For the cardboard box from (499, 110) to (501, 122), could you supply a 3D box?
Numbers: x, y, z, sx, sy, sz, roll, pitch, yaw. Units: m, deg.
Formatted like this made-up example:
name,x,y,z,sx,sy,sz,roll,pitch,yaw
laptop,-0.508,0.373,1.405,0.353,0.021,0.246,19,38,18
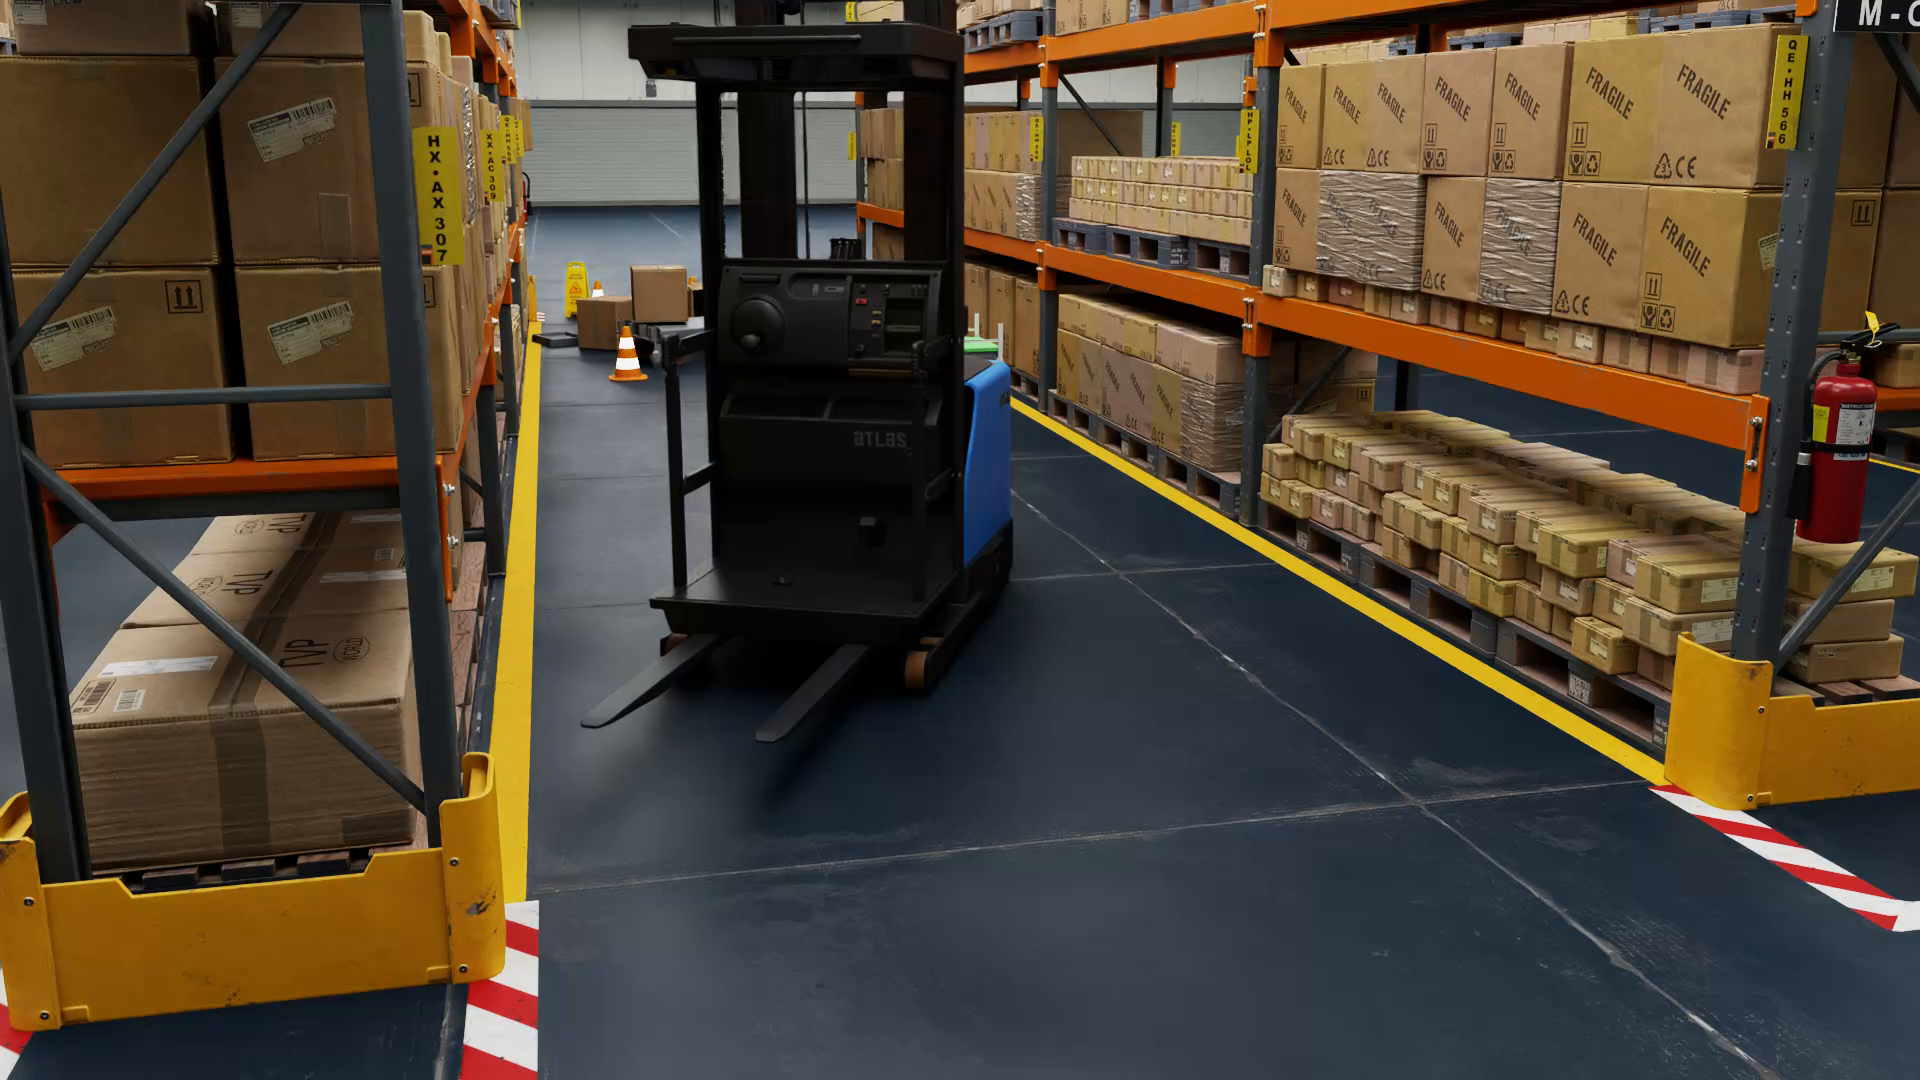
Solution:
name,x,y,z,sx,sy,sz,roll,pitch,yaw
cardboard box,-4.021,-3.503,13.857,0.380,0.149,0.250,-4,14,-16

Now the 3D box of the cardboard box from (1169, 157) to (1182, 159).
name,x,y,z,sx,sy,sz,roll,pitch,yaw
cardboard box,1.734,-2.707,12.078,0.380,0.149,0.250,-3,14,-14

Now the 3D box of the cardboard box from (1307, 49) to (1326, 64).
name,x,y,z,sx,sy,sz,roll,pitch,yaw
cardboard box,4.311,-5.486,19.058,0.500,0.250,0.500,-3,14,-12

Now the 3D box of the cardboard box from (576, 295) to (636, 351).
name,x,y,z,sx,sy,sz,roll,pitch,yaw
cardboard box,-3.540,-2.215,16.935,0.500,0.500,0.500,7,15,26

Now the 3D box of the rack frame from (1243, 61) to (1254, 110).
name,x,y,z,sx,sy,sz,roll,pitch,yaw
rack frame,4.082,-4.580,21.355,1.000,3.000,0.127,-3,14,-13

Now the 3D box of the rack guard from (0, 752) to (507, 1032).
name,x,y,z,sx,sy,sz,roll,pitch,yaw
rack guard,-1.787,0.883,4.260,1.175,0.500,0.348,-3,14,-13

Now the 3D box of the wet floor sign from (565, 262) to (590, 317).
name,x,y,z,sx,sy,sz,roll,pitch,yaw
wet floor sign,-4.555,-2.988,19.797,0.267,0.644,0.232,2,14,6

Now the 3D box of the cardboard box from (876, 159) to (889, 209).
name,x,y,z,sx,sy,sz,roll,pitch,yaw
cardboard box,-0.472,-4.055,18.889,0.875,0.550,0.550,-3,14,-13

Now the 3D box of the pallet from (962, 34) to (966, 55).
name,x,y,z,sx,sy,sz,roll,pitch,yaw
pallet,0.440,-4.560,15.354,0.805,0.209,1.217,-4,14,-15

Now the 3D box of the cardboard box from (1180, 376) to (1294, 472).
name,x,y,z,sx,sy,sz,roll,pitch,yaw
cardboard box,1.637,-0.705,9.876,0.500,0.500,0.500,-4,14,-14

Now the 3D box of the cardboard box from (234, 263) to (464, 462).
name,x,y,z,sx,sy,sz,roll,pitch,yaw
cardboard box,-1.627,-0.512,4.493,0.500,0.500,0.500,-3,14,-14

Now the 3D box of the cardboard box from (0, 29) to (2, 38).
name,x,y,z,sx,sy,sz,roll,pitch,yaw
cardboard box,-9.825,-5.162,16.604,0.396,0.266,0.258,-3,14,-13

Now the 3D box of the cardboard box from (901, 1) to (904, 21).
name,x,y,z,sx,sy,sz,roll,pitch,yaw
cardboard box,-0.307,-5.402,16.990,0.500,0.250,0.500,-3,14,-13

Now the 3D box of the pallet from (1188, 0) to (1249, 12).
name,x,y,z,sx,sy,sz,roll,pitch,yaw
pallet,2.014,-3.073,9.261,1.213,0.211,1.003,-3,14,-13

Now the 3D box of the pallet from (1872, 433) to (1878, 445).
name,x,y,z,sx,sy,sz,roll,pitch,yaw
pallet,6.356,-0.913,12.220,1.003,0.211,1.213,-3,14,-13

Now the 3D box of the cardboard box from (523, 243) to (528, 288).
name,x,y,z,sx,sy,sz,roll,pitch,yaw
cardboard box,-4.983,-2.970,18.092,0.500,0.500,0.500,-3,14,-11

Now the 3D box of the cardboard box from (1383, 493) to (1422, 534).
name,x,y,z,sx,sy,sz,roll,pitch,yaw
cardboard box,2.169,-0.125,7.612,0.380,0.149,0.250,-3,14,-14

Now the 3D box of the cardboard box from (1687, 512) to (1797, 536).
name,x,y,z,sx,sy,sz,roll,pitch,yaw
cardboard box,3.086,-0.006,6.501,0.380,0.149,0.250,-3,14,-13

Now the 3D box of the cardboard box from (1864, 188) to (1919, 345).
name,x,y,z,sx,sy,sz,roll,pitch,yaw
cardboard box,3.158,-0.948,5.650,0.500,0.500,0.500,-3,14,-11

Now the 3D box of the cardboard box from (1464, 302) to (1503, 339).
name,x,y,z,sx,sy,sz,roll,pitch,yaw
cardboard box,2.349,-0.936,6.967,0.380,0.149,0.250,-3,14,-12

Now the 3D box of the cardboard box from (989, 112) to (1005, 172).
name,x,y,z,sx,sy,sz,roll,pitch,yaw
cardboard box,0.657,-3.473,14.504,0.700,0.500,0.500,-3,14,-14

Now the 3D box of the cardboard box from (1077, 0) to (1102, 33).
name,x,y,z,sx,sy,sz,roll,pitch,yaw
cardboard box,1.116,-3.726,11.326,0.500,0.500,0.500,-3,14,-13

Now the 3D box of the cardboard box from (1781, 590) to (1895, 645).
name,x,y,z,sx,sy,sz,roll,pitch,yaw
cardboard box,3.121,0.265,6.017,0.380,0.149,0.250,-3,14,-11

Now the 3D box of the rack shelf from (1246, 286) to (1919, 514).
name,x,y,z,sx,sy,sz,roll,pitch,yaw
rack shelf,2.525,-0.748,7.184,1.077,0.370,4.000,-3,14,-13

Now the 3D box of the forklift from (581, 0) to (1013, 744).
name,x,y,z,sx,sy,sz,roll,pitch,yaw
forklift,-0.580,-0.927,6.545,1.130,2.935,3.031,3,14,13

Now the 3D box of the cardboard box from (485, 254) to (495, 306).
name,x,y,z,sx,sy,sz,roll,pitch,yaw
cardboard box,-2.579,-1.303,8.256,0.500,0.250,0.500,-4,14,-14

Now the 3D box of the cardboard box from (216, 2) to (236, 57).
name,x,y,z,sx,sy,sz,roll,pitch,yaw
cardboard box,-1.738,-1.340,4.408,0.380,0.149,0.250,-3,14,-12

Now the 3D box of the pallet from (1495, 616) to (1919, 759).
name,x,y,z,sx,sy,sz,roll,pitch,yaw
pallet,2.821,0.512,6.388,1.003,0.211,1.213,-3,14,-13

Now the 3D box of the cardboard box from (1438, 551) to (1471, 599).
name,x,y,z,sx,sy,sz,roll,pitch,yaw
cardboard box,2.295,0.140,7.157,0.380,0.149,0.250,-3,14,-12

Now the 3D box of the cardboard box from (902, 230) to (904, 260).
name,x,y,z,sx,sy,sz,roll,pitch,yaw
cardboard box,-0.118,-2.933,18.204,0.875,0.875,0.875,-3,14,-13

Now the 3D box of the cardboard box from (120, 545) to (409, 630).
name,x,y,z,sx,sy,sz,roll,pitch,yaw
cardboard box,-2.268,0.346,5.703,0.875,0.438,0.875,-3,14,-12

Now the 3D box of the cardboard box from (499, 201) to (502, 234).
name,x,y,z,sx,sy,sz,roll,pitch,yaw
cardboard box,-2.925,-1.900,9.647,0.500,0.250,0.500,-4,14,-15

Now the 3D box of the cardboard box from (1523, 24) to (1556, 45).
name,x,y,z,sx,sy,sz,roll,pitch,yaw
cardboard box,5.366,-4.445,14.796,0.500,0.250,0.500,-3,14,-12

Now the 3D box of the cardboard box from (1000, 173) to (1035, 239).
name,x,y,z,sx,sy,sz,roll,pitch,yaw
cardboard box,0.634,-2.734,13.588,0.500,0.500,0.500,-3,14,-13

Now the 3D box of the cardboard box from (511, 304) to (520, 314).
name,x,y,z,sx,sy,sz,roll,pitch,yaw
cardboard box,-4.486,-1.912,15.084,0.950,0.372,0.625,-3,14,-12

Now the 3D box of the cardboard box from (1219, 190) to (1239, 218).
name,x,y,z,sx,sy,sz,roll,pitch,yaw
cardboard box,1.707,-1.927,9.511,0.380,0.149,0.250,-3,14,-13

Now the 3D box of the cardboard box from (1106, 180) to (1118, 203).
name,x,y,z,sx,sy,sz,roll,pitch,yaw
cardboard box,1.226,-2.403,11.462,0.380,0.149,0.250,-3,14,-13

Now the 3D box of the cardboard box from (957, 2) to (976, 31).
name,x,y,z,sx,sy,sz,roll,pitch,yaw
cardboard box,0.076,-4.896,15.513,0.258,0.266,0.396,-4,14,-14

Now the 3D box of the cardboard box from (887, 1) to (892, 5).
name,x,y,z,sx,sy,sz,roll,pitch,yaw
cardboard box,-0.576,-5.796,17.766,0.380,0.149,0.250,-3,14,-12

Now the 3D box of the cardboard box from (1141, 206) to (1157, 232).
name,x,y,z,sx,sy,sz,roll,pitch,yaw
cardboard box,1.398,-2.083,10.778,0.380,0.149,0.250,-4,14,-15

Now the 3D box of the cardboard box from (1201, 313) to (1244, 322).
name,x,y,z,sx,sy,sz,roll,pitch,yaw
cardboard box,1.896,-1.339,10.888,0.500,0.250,0.500,-3,14,-11

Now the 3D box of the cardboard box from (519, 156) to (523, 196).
name,x,y,z,sx,sy,sz,roll,pitch,yaw
cardboard box,-5.042,-3.995,18.123,0.500,0.500,0.500,-3,14,-13

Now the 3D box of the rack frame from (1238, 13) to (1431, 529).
name,x,y,z,sx,sy,sz,roll,pitch,yaw
rack frame,2.056,-1.559,8.987,1.000,3.000,0.127,-3,14,-13

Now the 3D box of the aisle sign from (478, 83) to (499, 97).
name,x,y,z,sx,sy,sz,roll,pitch,yaw
aisle sign,-5.283,-5.321,18.910,0.394,0.787,0.004,-3,14,-13

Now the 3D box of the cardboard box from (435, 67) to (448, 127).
name,x,y,z,sx,sy,sz,roll,pitch,yaw
cardboard box,-1.757,-1.117,4.860,0.500,0.500,0.500,-4,14,-15

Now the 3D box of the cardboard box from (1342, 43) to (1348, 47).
name,x,y,z,sx,sy,sz,roll,pitch,yaw
cardboard box,4.469,-5.540,18.439,0.380,0.149,0.250,-3,14,-11

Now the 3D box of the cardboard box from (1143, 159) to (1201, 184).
name,x,y,z,sx,sy,sz,roll,pitch,yaw
cardboard box,1.402,-2.374,10.716,0.380,0.149,0.250,-3,14,-14

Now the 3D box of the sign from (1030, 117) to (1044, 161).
name,x,y,z,sx,sy,sz,roll,pitch,yaw
sign,0.577,-3.012,12.497,0.100,0.325,0.005,-3,14,-13

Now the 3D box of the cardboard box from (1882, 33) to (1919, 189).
name,x,y,z,sx,sy,sz,roll,pitch,yaw
cardboard box,3.148,-1.433,5.529,0.500,0.500,0.500,-3,14,-14

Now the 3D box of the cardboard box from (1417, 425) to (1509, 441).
name,x,y,z,sx,sy,sz,roll,pitch,yaw
cardboard box,2.556,-0.486,8.463,0.380,0.149,0.250,-3,14,-14

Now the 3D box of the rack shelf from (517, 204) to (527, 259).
name,x,y,z,sx,sy,sz,roll,pitch,yaw
rack shelf,-5.081,-3.217,17.291,1.077,0.370,4.000,-3,14,-13

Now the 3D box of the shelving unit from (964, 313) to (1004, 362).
name,x,y,z,sx,sy,sz,roll,pitch,yaw
shelving unit,0.039,-0.545,8.628,0.258,1.200,0.503,-3,14,-13

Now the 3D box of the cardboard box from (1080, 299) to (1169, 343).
name,x,y,z,sx,sy,sz,roll,pitch,yaw
cardboard box,1.162,-1.546,11.737,0.500,0.250,0.500,-3,14,-14

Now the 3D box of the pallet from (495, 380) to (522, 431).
name,x,y,z,sx,sy,sz,roll,pitch,yaw
pallet,-3.854,-1.008,12.609,1.003,0.211,1.213,-3,14,-13

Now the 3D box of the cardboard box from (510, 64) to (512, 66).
name,x,y,z,sx,sy,sz,roll,pitch,yaw
cardboard box,-4.791,-4.945,17.054,0.380,0.149,0.250,-3,14,-14

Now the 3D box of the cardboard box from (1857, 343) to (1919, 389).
name,x,y,z,sx,sy,sz,roll,pitch,yaw
cardboard box,3.238,-0.607,5.621,0.380,0.149,0.250,-3,14,-14

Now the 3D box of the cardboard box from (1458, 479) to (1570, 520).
name,x,y,z,sx,sy,sz,roll,pitch,yaw
cardboard box,2.366,-0.155,7.110,0.380,0.149,0.250,-4,14,-15
